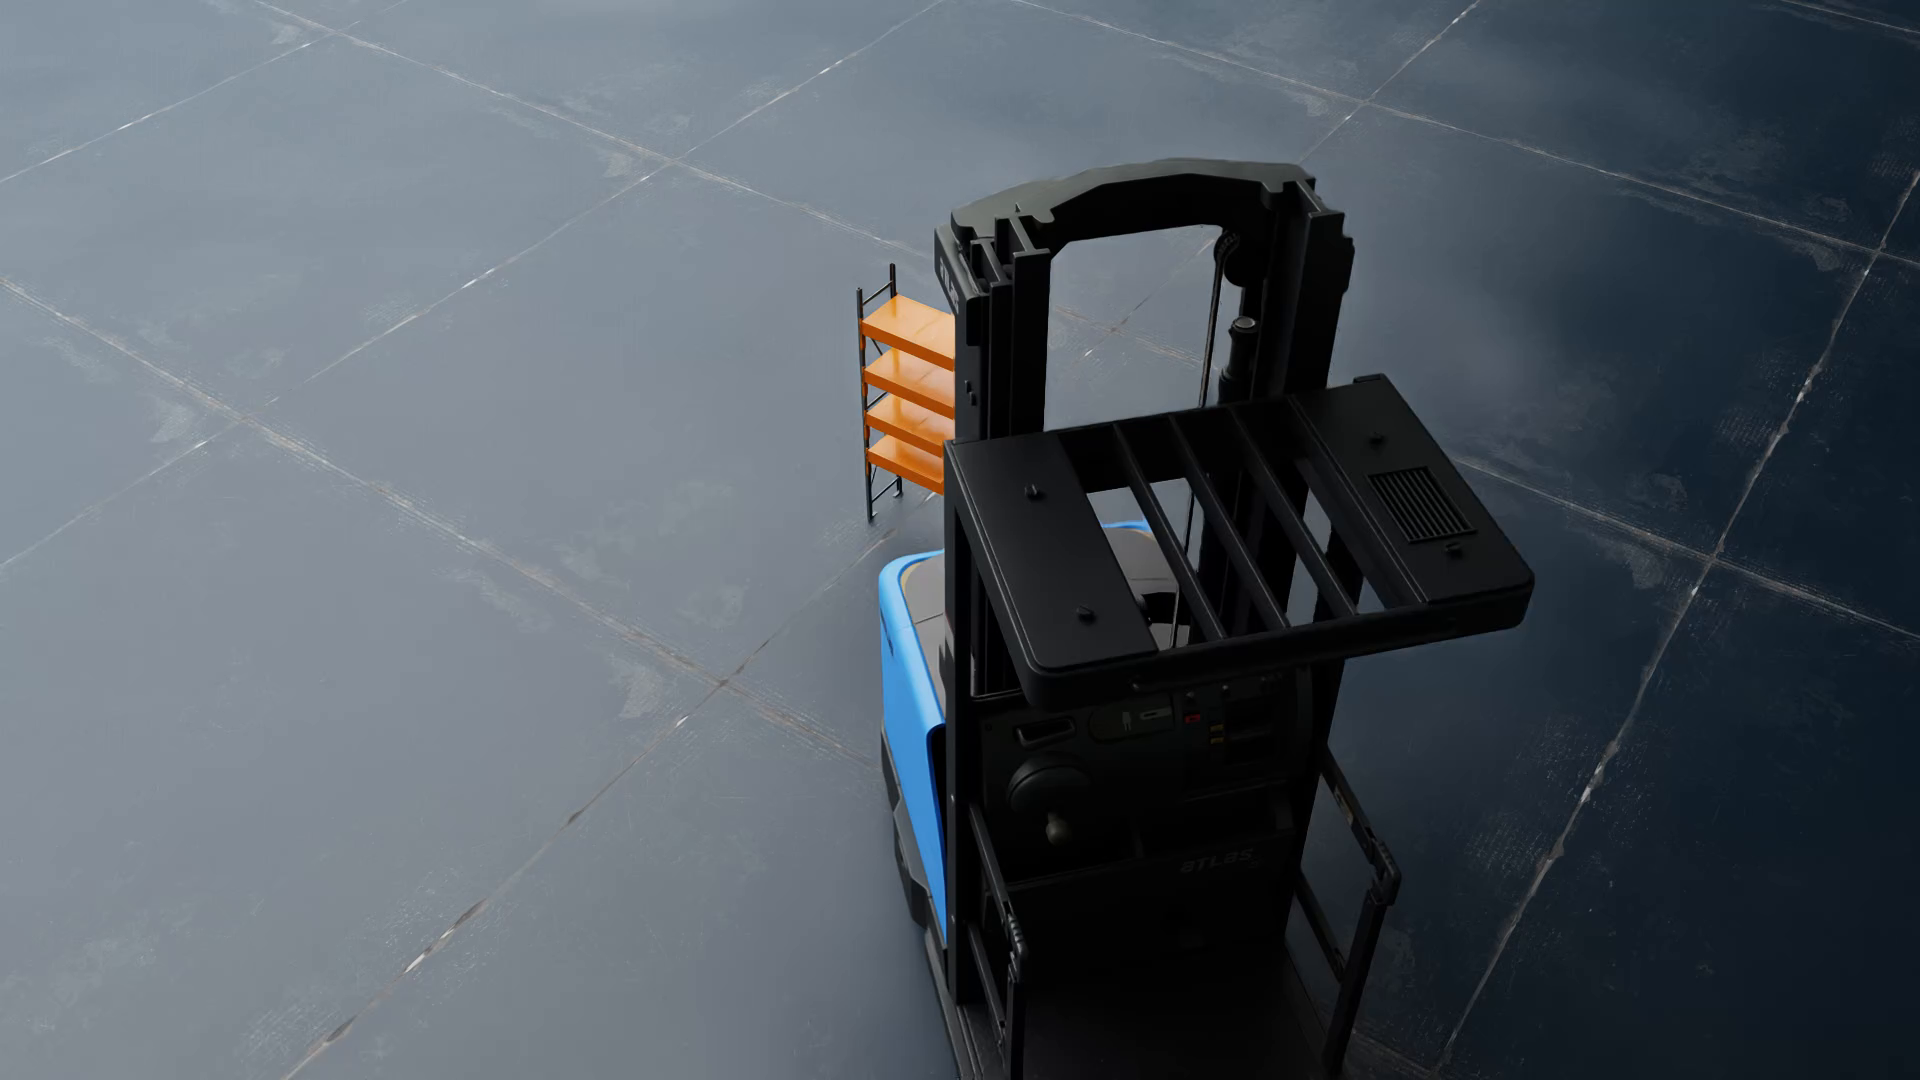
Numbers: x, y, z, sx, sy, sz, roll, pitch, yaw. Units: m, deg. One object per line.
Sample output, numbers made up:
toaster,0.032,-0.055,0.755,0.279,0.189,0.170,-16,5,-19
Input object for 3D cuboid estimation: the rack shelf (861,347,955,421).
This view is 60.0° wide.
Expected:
rack shelf,-0.136,-0.627,6.816,0.480,0.148,0.258,25,48,25

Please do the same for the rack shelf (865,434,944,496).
rack shelf,-0.136,-0.312,7.098,0.480,0.148,0.258,25,48,25

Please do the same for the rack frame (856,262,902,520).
rack frame,-0.335,-0.604,7.025,0.015,1.200,0.240,25,48,25

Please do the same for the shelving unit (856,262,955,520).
shelving unit,-0.136,-0.511,6.921,0.503,1.200,0.258,25,48,25

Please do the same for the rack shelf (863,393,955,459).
rack shelf,-0.136,-0.460,6.966,0.480,0.148,0.258,25,48,25

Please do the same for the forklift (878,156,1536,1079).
forklift,0.561,0.650,4.326,1.130,2.935,3.031,-9,43,-10

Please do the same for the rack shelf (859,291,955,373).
rack shelf,-0.136,-0.803,6.659,0.480,0.148,0.258,25,48,25
